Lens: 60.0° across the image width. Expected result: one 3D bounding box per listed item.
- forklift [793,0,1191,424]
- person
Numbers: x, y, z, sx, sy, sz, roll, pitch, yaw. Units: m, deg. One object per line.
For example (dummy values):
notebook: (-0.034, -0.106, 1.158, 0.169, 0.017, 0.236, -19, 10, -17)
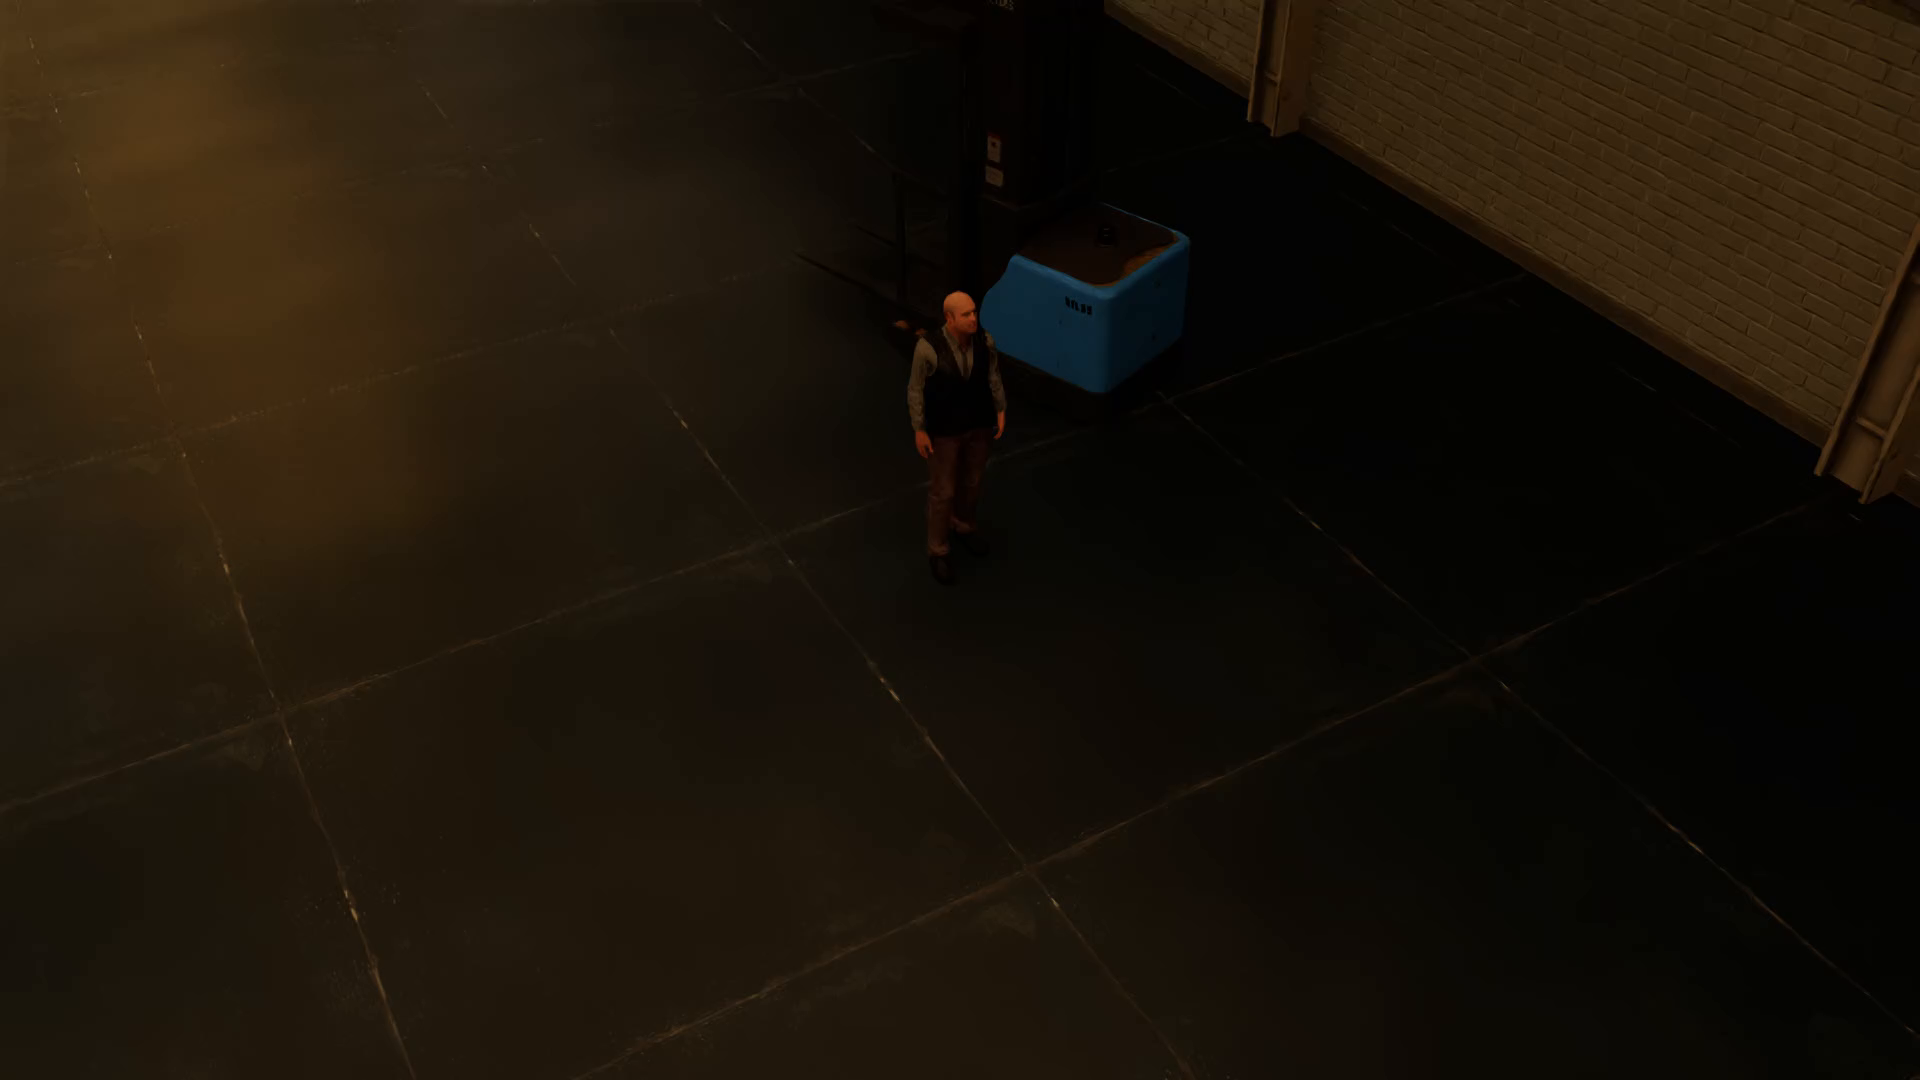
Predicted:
forklift: (0.107, -2.701, 11.293, 3.031, 2.935, 1.130, 28, 47, 30)
person: (0.024, -0.631, 9.733, 0.632, 1.720, 0.567, -20, 44, -23)
